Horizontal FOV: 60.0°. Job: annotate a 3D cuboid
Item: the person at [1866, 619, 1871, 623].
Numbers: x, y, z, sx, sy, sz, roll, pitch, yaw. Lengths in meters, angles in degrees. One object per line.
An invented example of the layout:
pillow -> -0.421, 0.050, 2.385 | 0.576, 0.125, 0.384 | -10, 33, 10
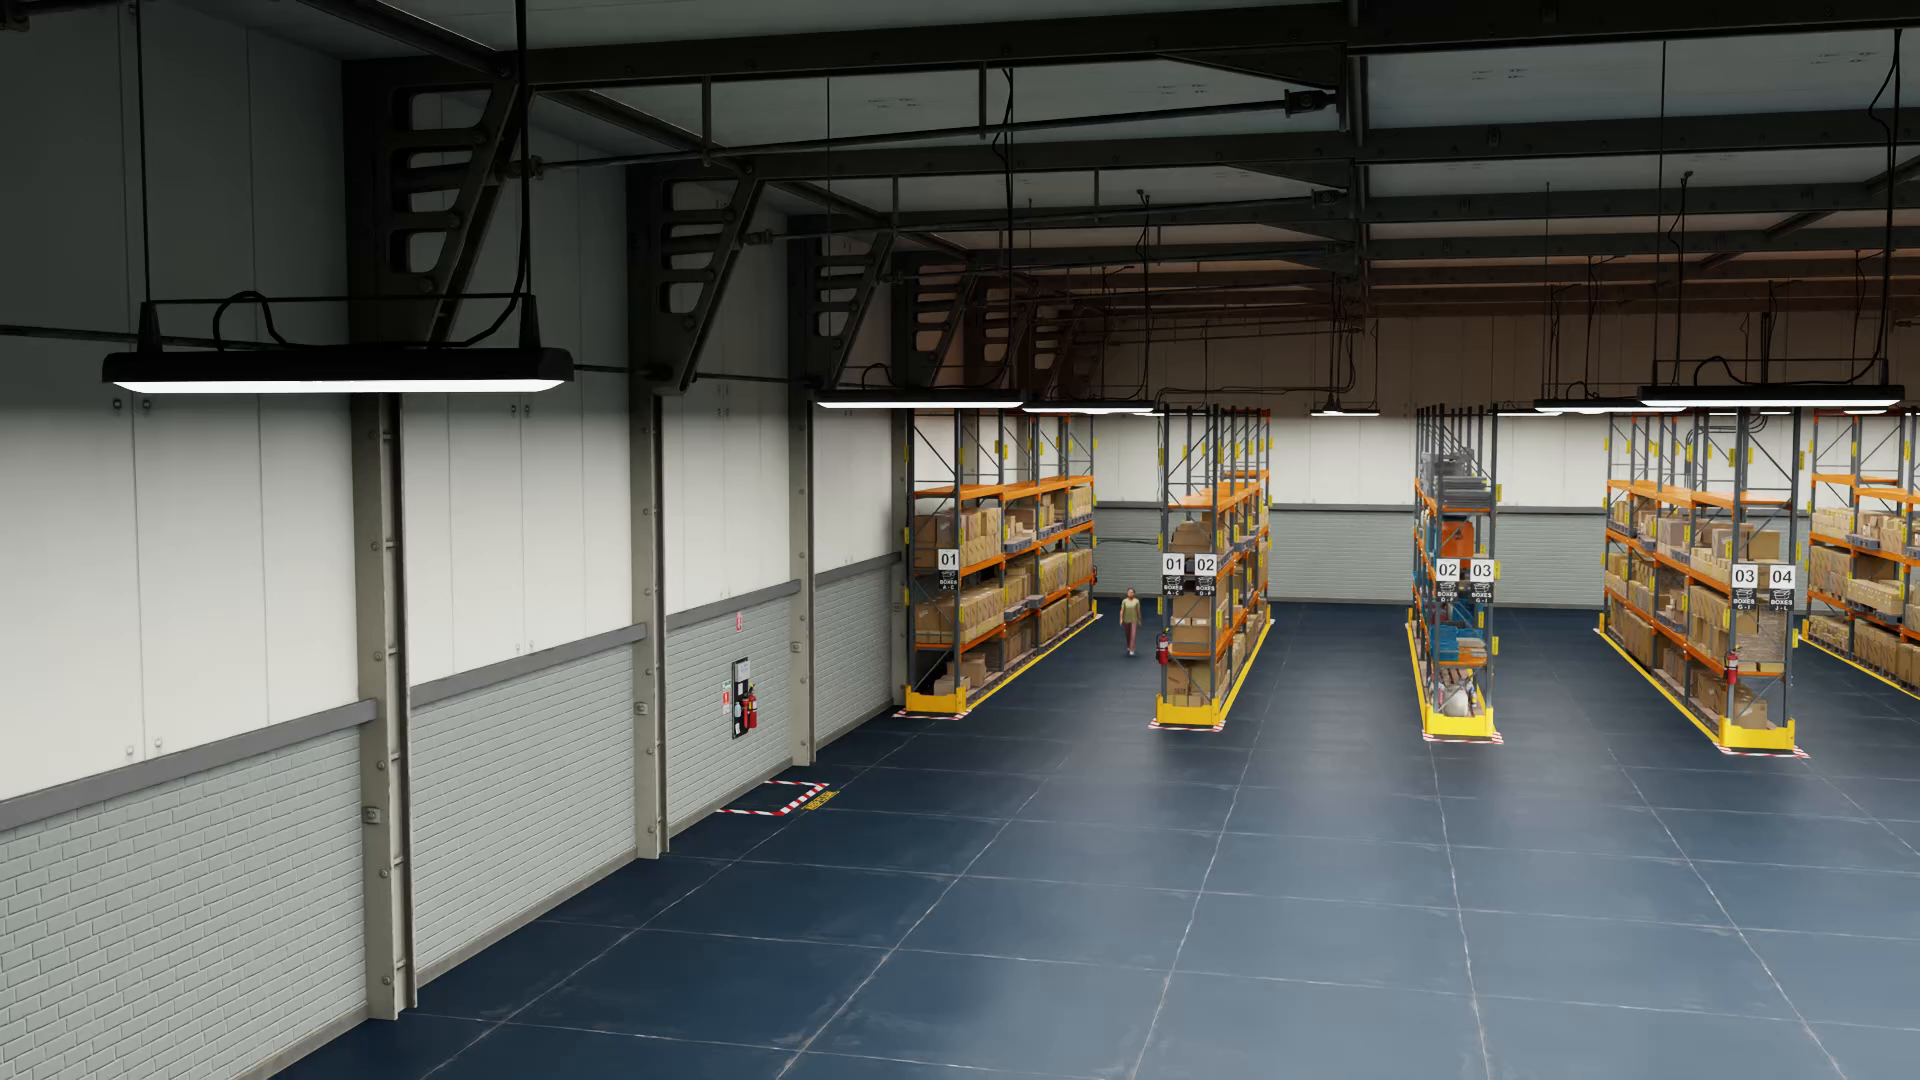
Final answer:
person -> 24.161, 1.707, 43.727 | 0.965, 1.642, 0.436 | 1, 4, 18

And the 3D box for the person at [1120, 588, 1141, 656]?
person -> 4.137, 1.966, 40.377 | 0.497, 1.612, 1.082 | 1, 4, 11
